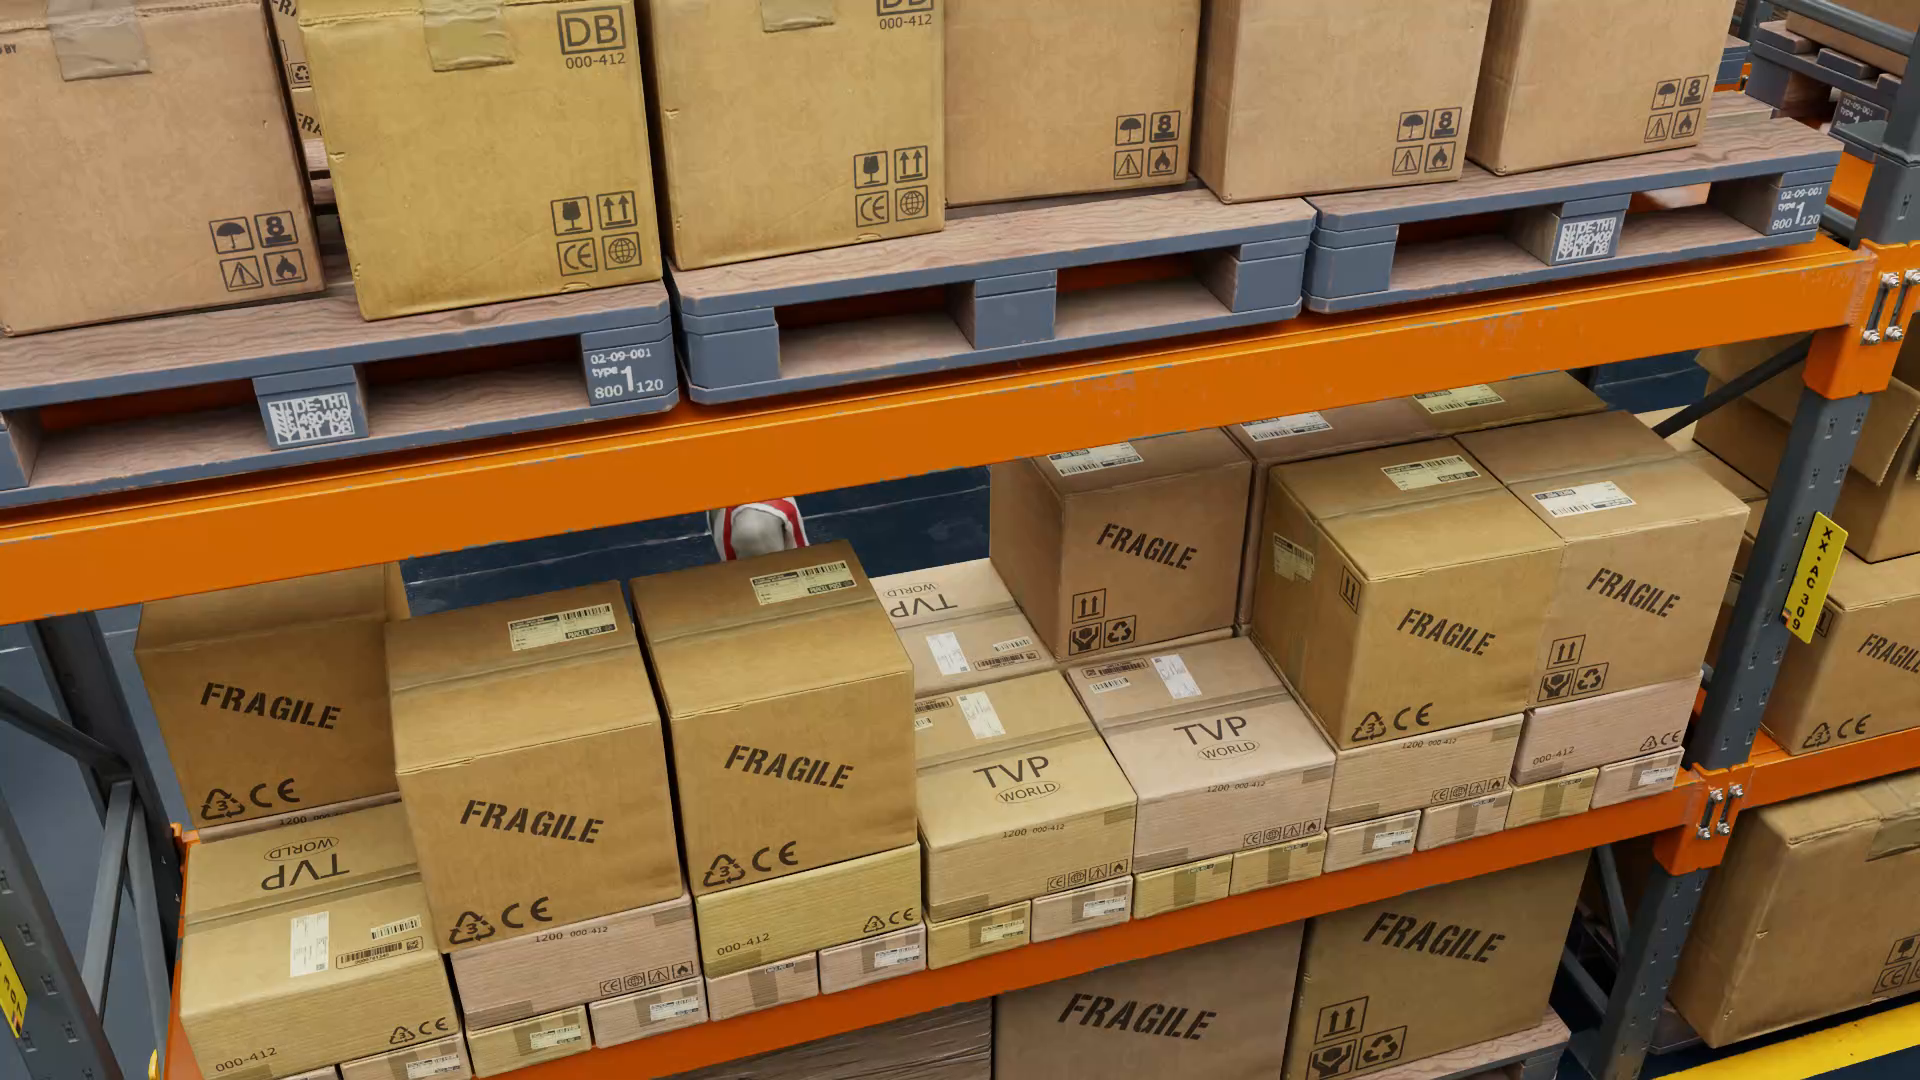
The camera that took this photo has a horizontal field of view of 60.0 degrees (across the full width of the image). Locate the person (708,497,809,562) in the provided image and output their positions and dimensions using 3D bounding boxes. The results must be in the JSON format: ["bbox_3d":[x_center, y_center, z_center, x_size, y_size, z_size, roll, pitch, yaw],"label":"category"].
[{"bbox_3d":[5.521,1.077,4.506,11.511,1.779,7.105,-10,35,-14],"label":"person"}]
